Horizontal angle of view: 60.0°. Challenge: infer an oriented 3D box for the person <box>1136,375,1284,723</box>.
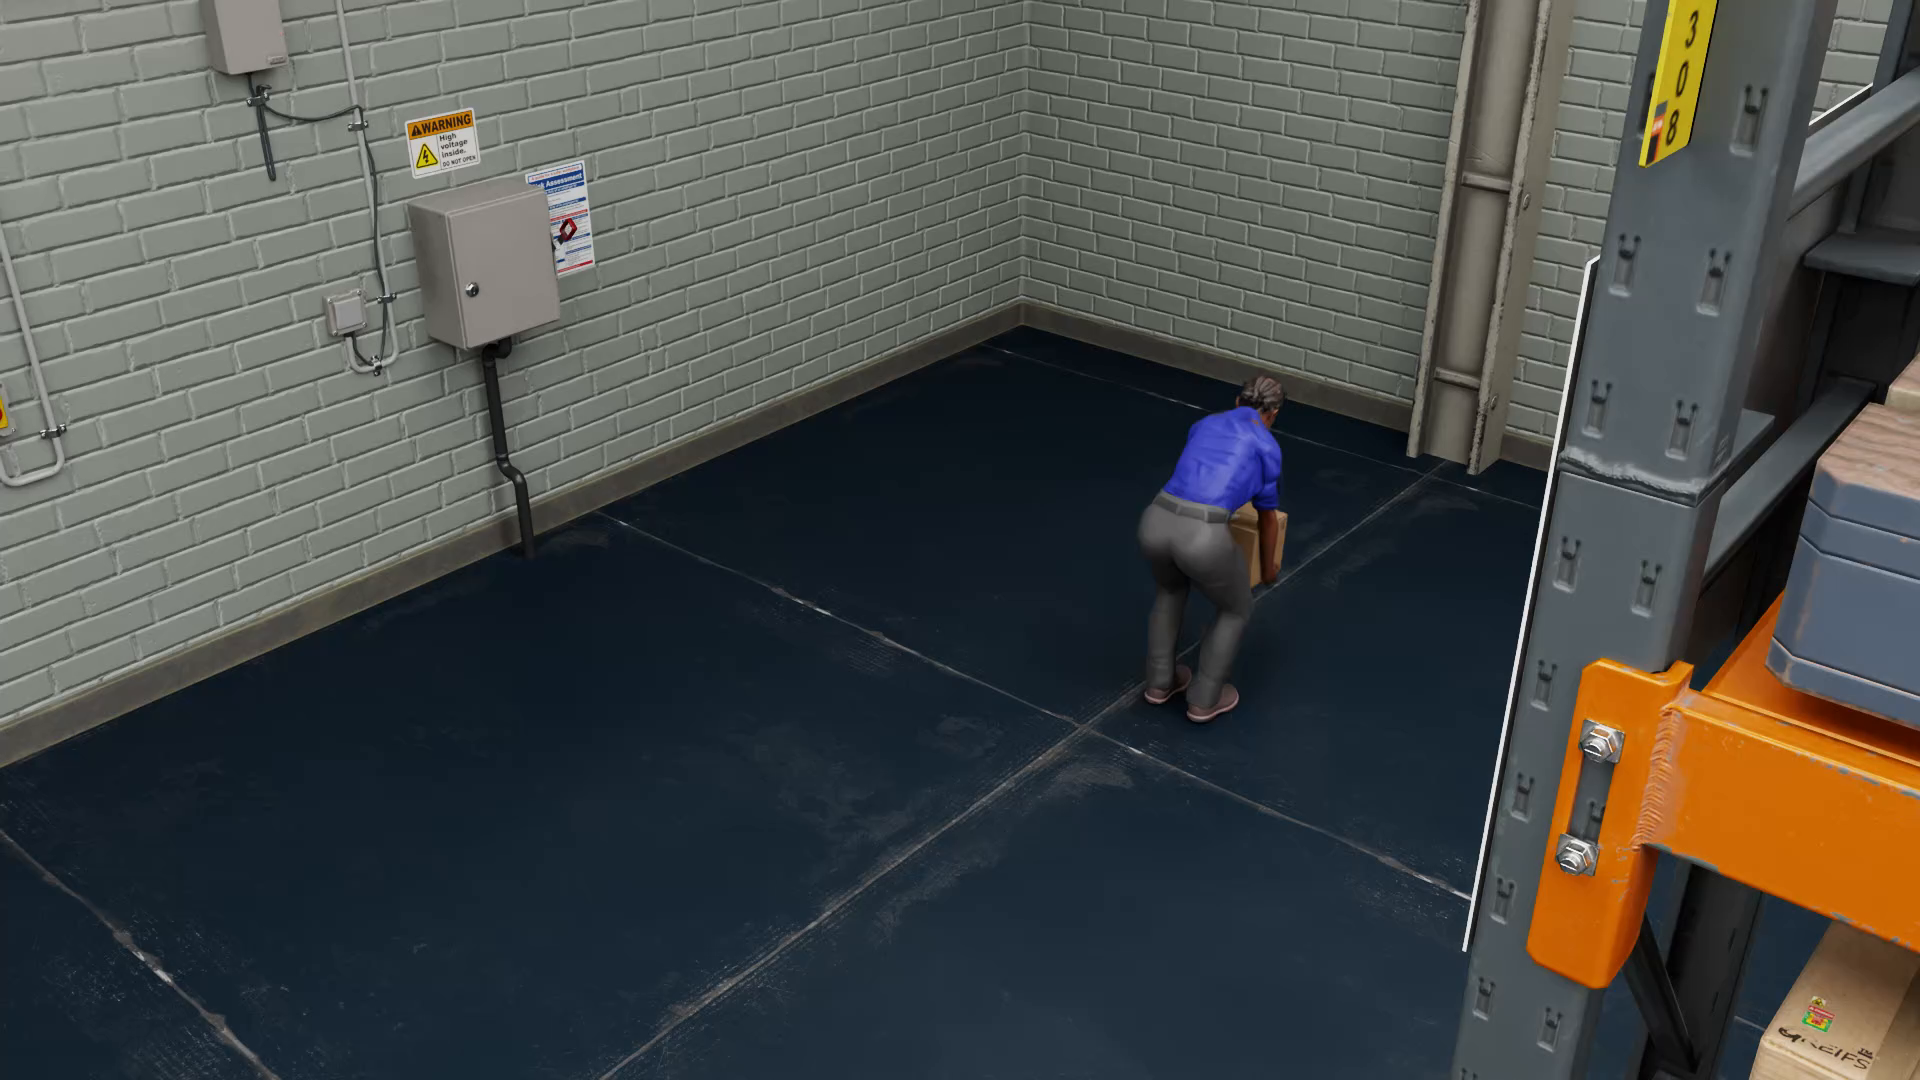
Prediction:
[{"bbox_3d":[0.997,0.043,6.487,0.418,1.253,0.813,20,33,33],"label":"person"}]
